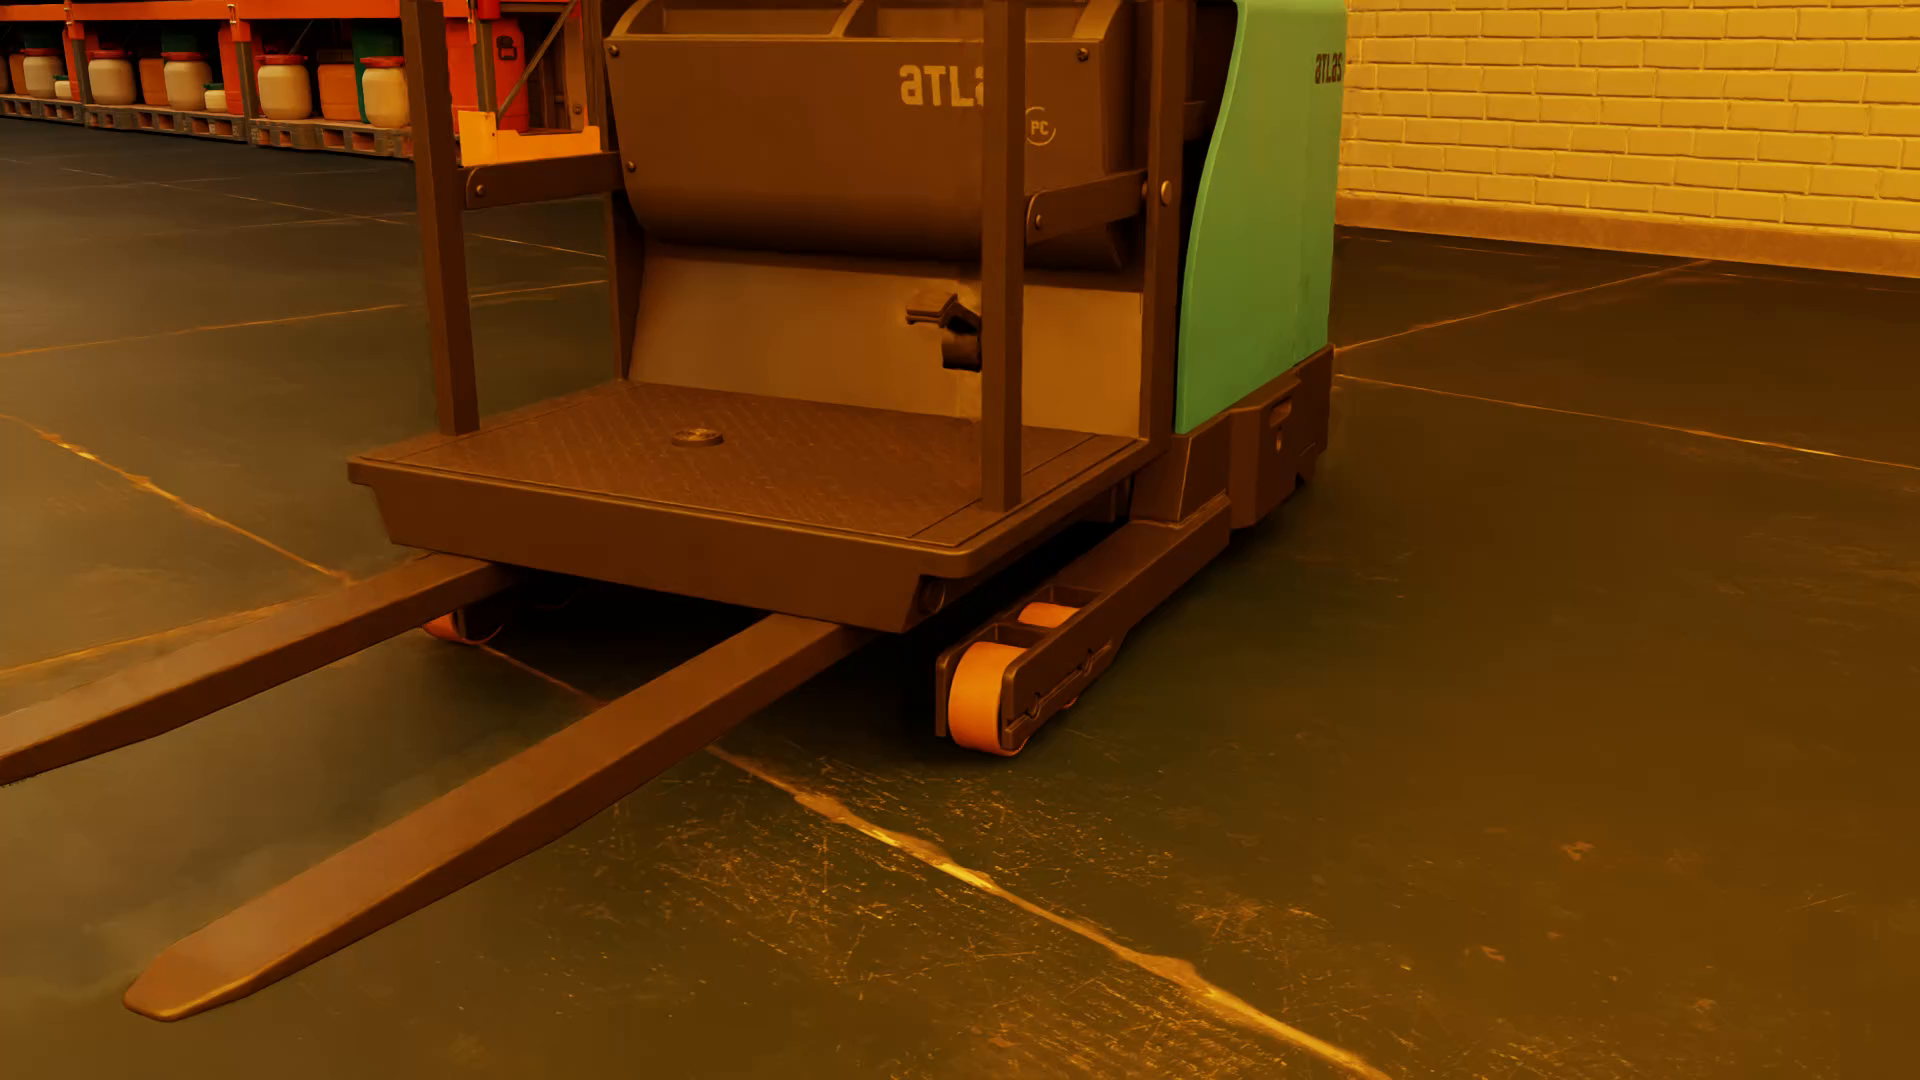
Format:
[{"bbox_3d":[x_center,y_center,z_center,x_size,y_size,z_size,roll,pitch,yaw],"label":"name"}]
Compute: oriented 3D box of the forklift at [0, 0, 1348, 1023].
[{"bbox_3d":[-0.266,-1.237,2.433,1.130,2.935,3.031,8,19,26],"label":"forklift"}]
